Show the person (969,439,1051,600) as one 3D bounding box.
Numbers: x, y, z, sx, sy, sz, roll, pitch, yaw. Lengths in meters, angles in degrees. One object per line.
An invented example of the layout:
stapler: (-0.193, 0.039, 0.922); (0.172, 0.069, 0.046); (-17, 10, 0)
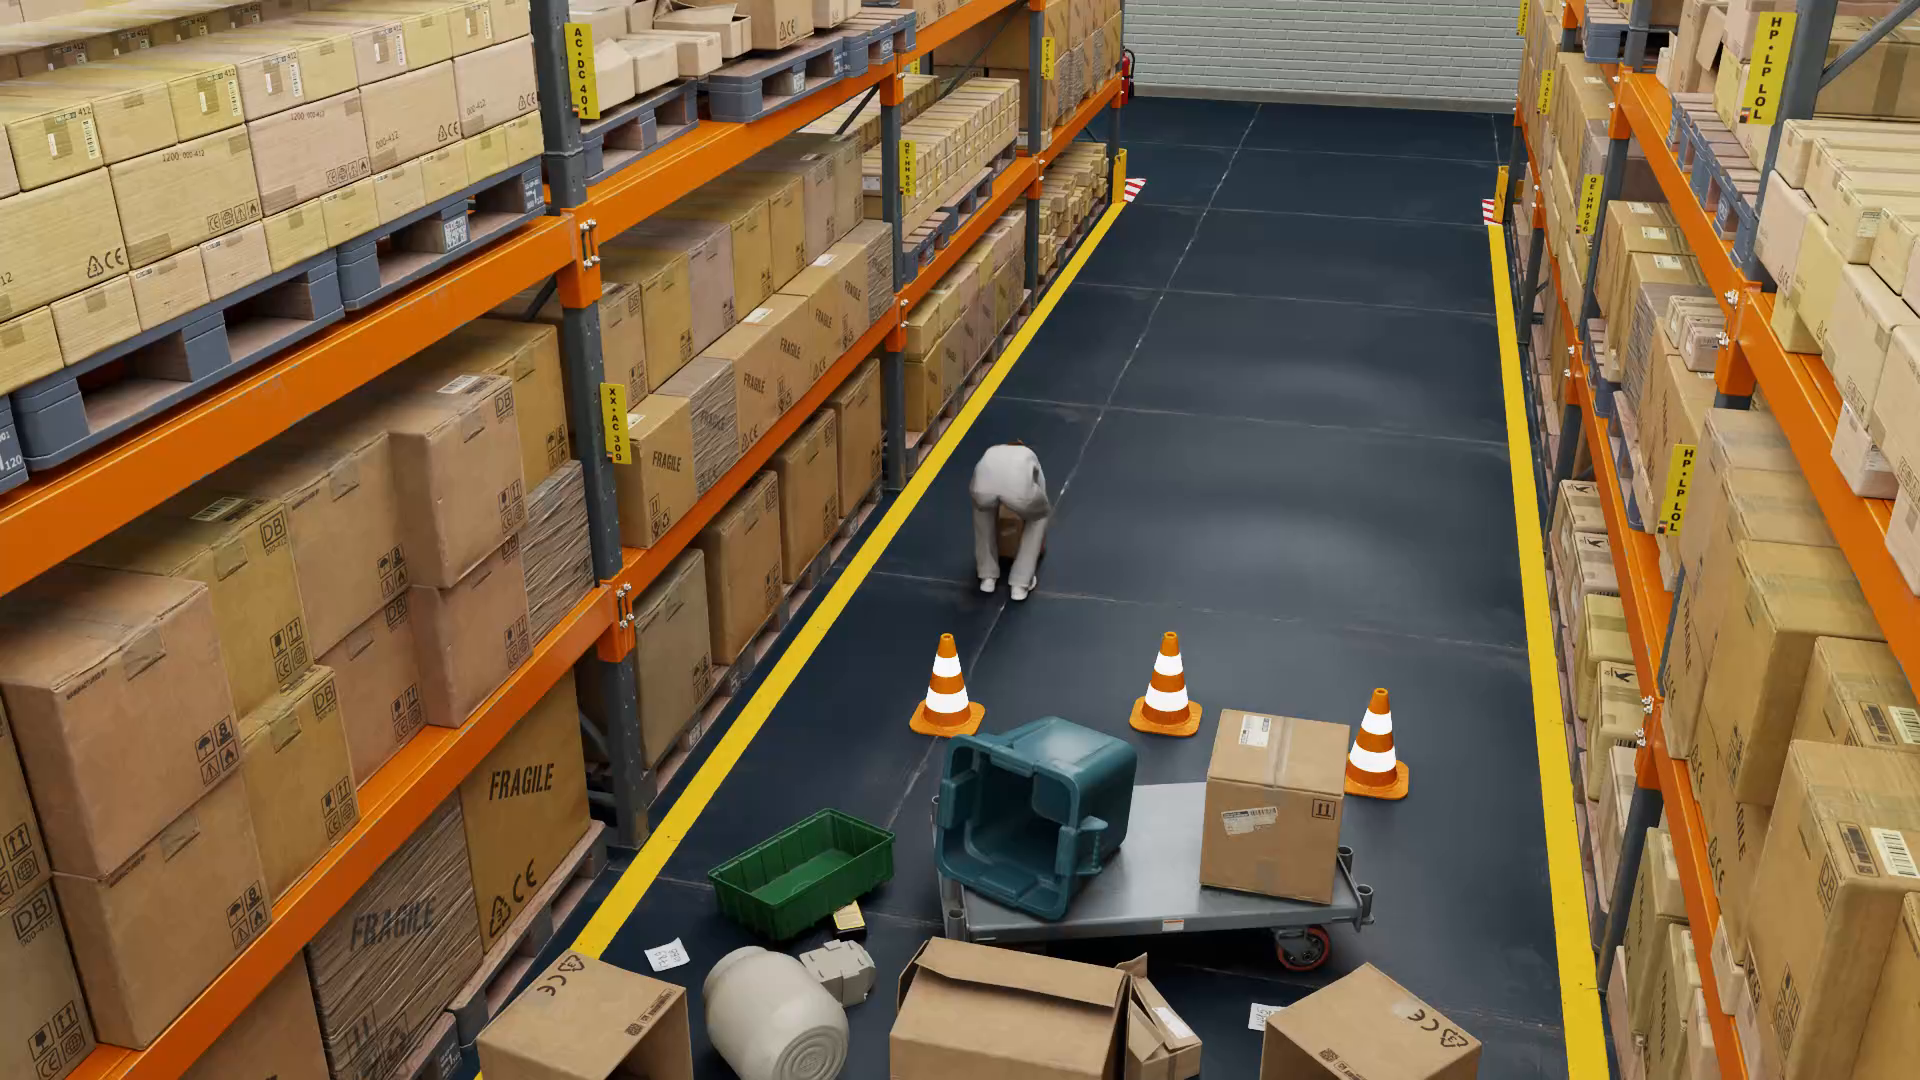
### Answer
person: (0.286, -0.156, 9.439); (0.461, 0.815, 0.850); (5, 26, 10)
